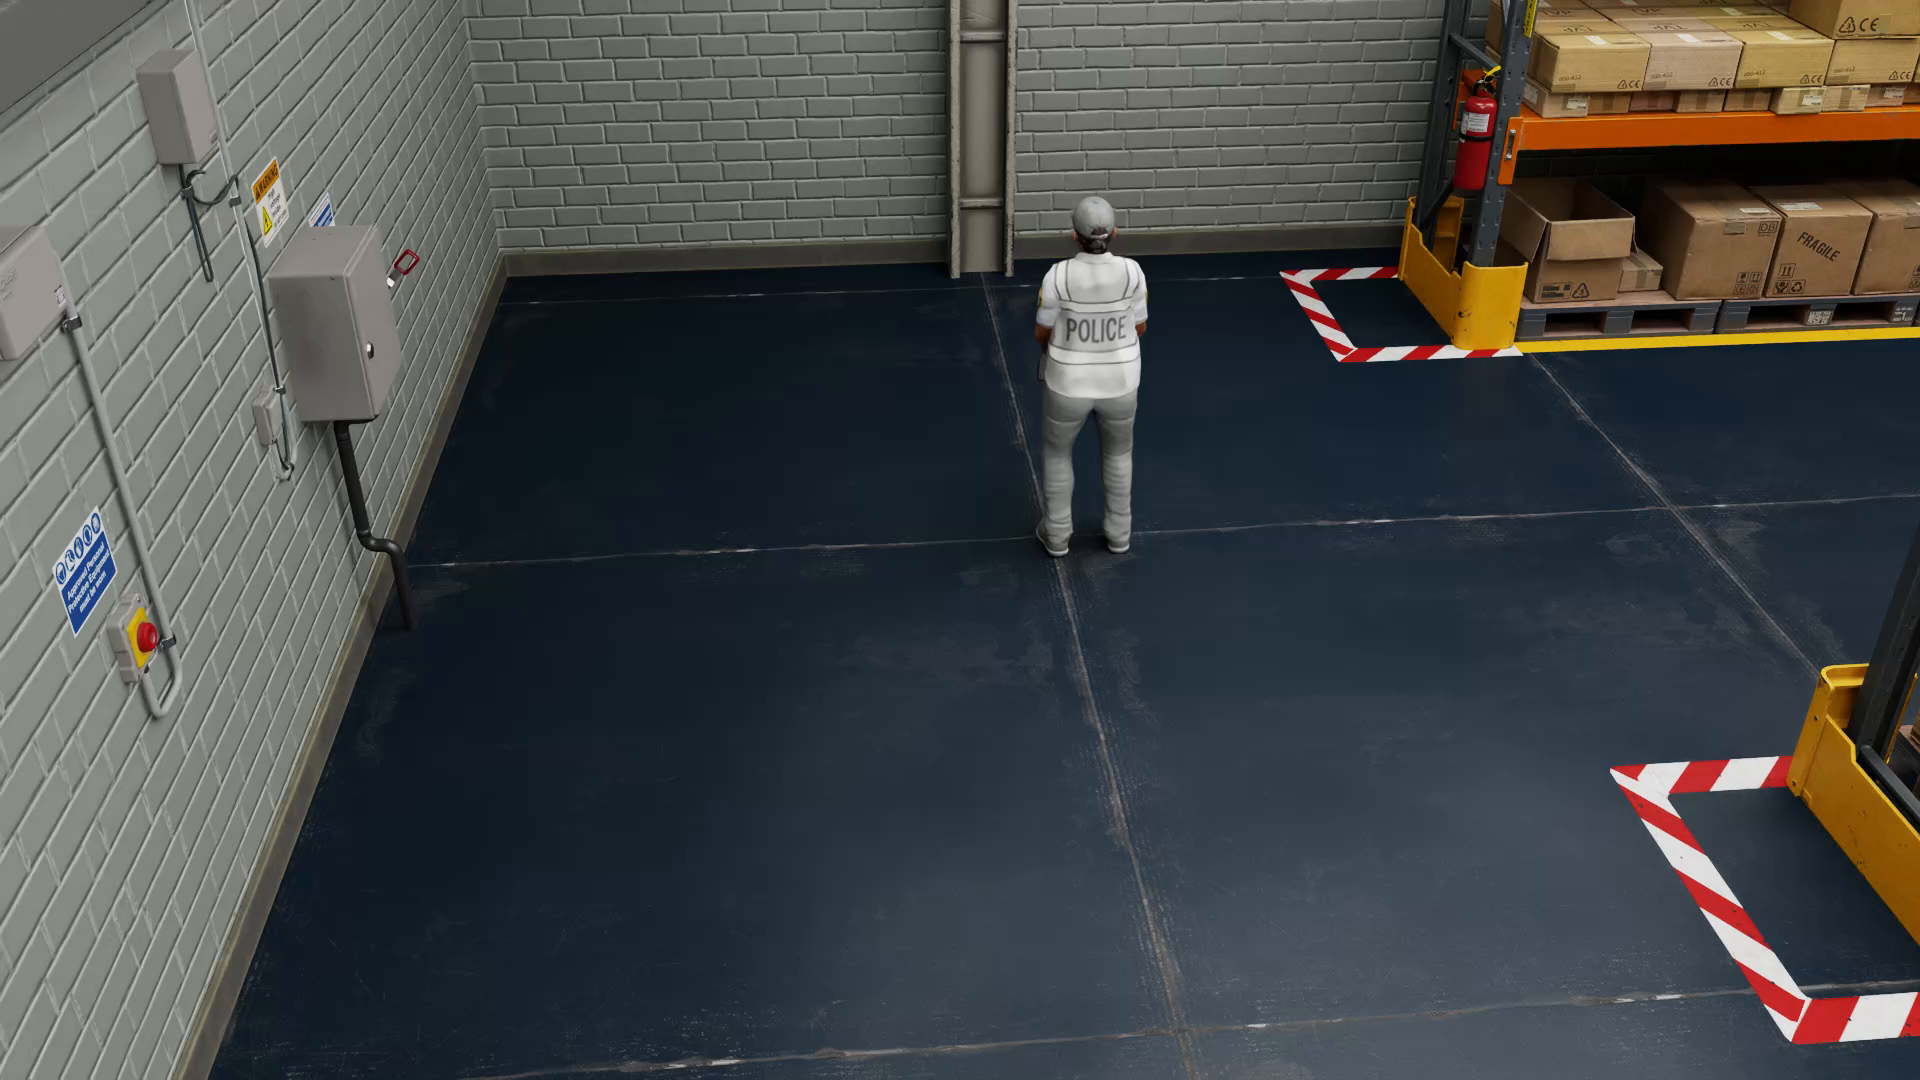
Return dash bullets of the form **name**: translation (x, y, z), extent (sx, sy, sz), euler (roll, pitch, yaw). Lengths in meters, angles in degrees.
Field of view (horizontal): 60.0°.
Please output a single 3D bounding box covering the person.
- **person**: translation (0.555, -0.719, 7.306), extent (0.487, 1.670, 0.476), euler (-3, 31, -5)
